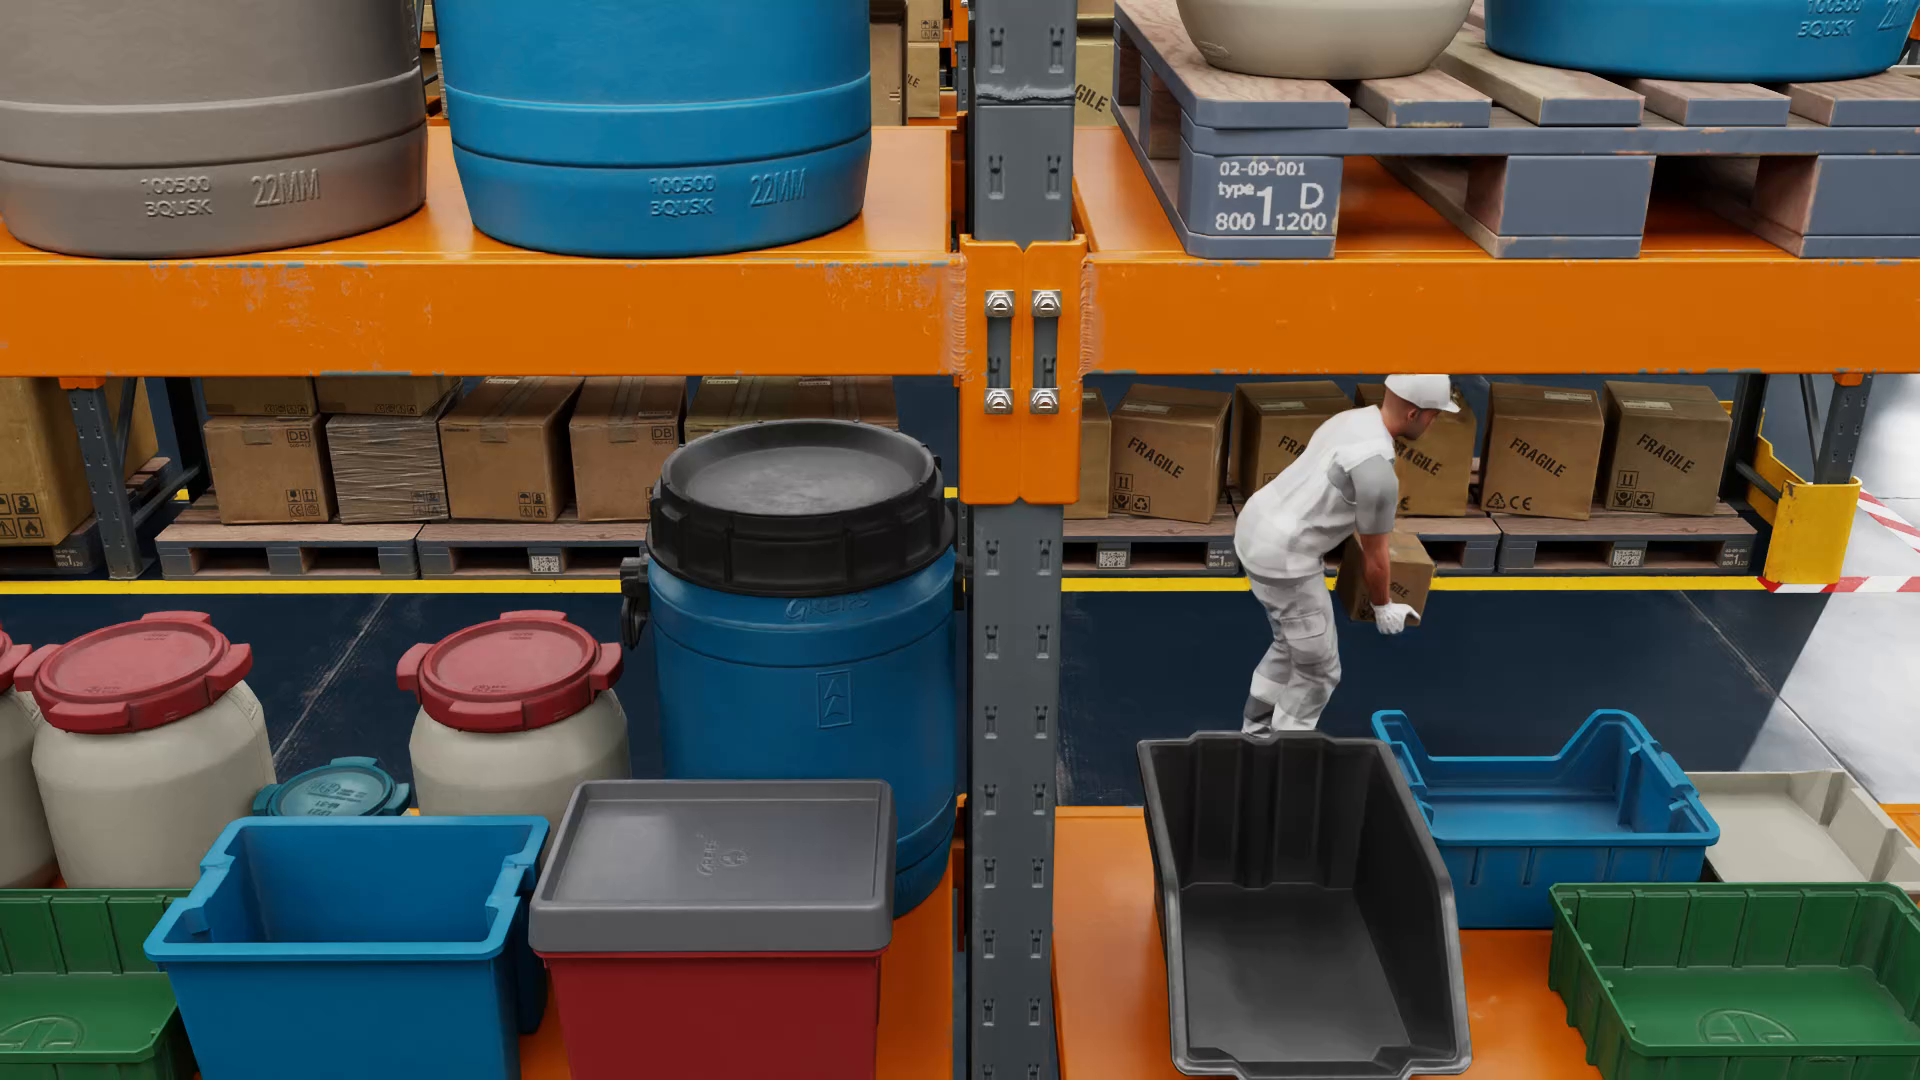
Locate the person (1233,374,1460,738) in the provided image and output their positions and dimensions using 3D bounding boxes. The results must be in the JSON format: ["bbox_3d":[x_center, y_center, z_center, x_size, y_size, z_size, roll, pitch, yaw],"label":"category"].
[{"bbox_3d":[1.352,0.133,5.966,0.739,1.628,0.486,-1,24,-2],"label":"person"}]
